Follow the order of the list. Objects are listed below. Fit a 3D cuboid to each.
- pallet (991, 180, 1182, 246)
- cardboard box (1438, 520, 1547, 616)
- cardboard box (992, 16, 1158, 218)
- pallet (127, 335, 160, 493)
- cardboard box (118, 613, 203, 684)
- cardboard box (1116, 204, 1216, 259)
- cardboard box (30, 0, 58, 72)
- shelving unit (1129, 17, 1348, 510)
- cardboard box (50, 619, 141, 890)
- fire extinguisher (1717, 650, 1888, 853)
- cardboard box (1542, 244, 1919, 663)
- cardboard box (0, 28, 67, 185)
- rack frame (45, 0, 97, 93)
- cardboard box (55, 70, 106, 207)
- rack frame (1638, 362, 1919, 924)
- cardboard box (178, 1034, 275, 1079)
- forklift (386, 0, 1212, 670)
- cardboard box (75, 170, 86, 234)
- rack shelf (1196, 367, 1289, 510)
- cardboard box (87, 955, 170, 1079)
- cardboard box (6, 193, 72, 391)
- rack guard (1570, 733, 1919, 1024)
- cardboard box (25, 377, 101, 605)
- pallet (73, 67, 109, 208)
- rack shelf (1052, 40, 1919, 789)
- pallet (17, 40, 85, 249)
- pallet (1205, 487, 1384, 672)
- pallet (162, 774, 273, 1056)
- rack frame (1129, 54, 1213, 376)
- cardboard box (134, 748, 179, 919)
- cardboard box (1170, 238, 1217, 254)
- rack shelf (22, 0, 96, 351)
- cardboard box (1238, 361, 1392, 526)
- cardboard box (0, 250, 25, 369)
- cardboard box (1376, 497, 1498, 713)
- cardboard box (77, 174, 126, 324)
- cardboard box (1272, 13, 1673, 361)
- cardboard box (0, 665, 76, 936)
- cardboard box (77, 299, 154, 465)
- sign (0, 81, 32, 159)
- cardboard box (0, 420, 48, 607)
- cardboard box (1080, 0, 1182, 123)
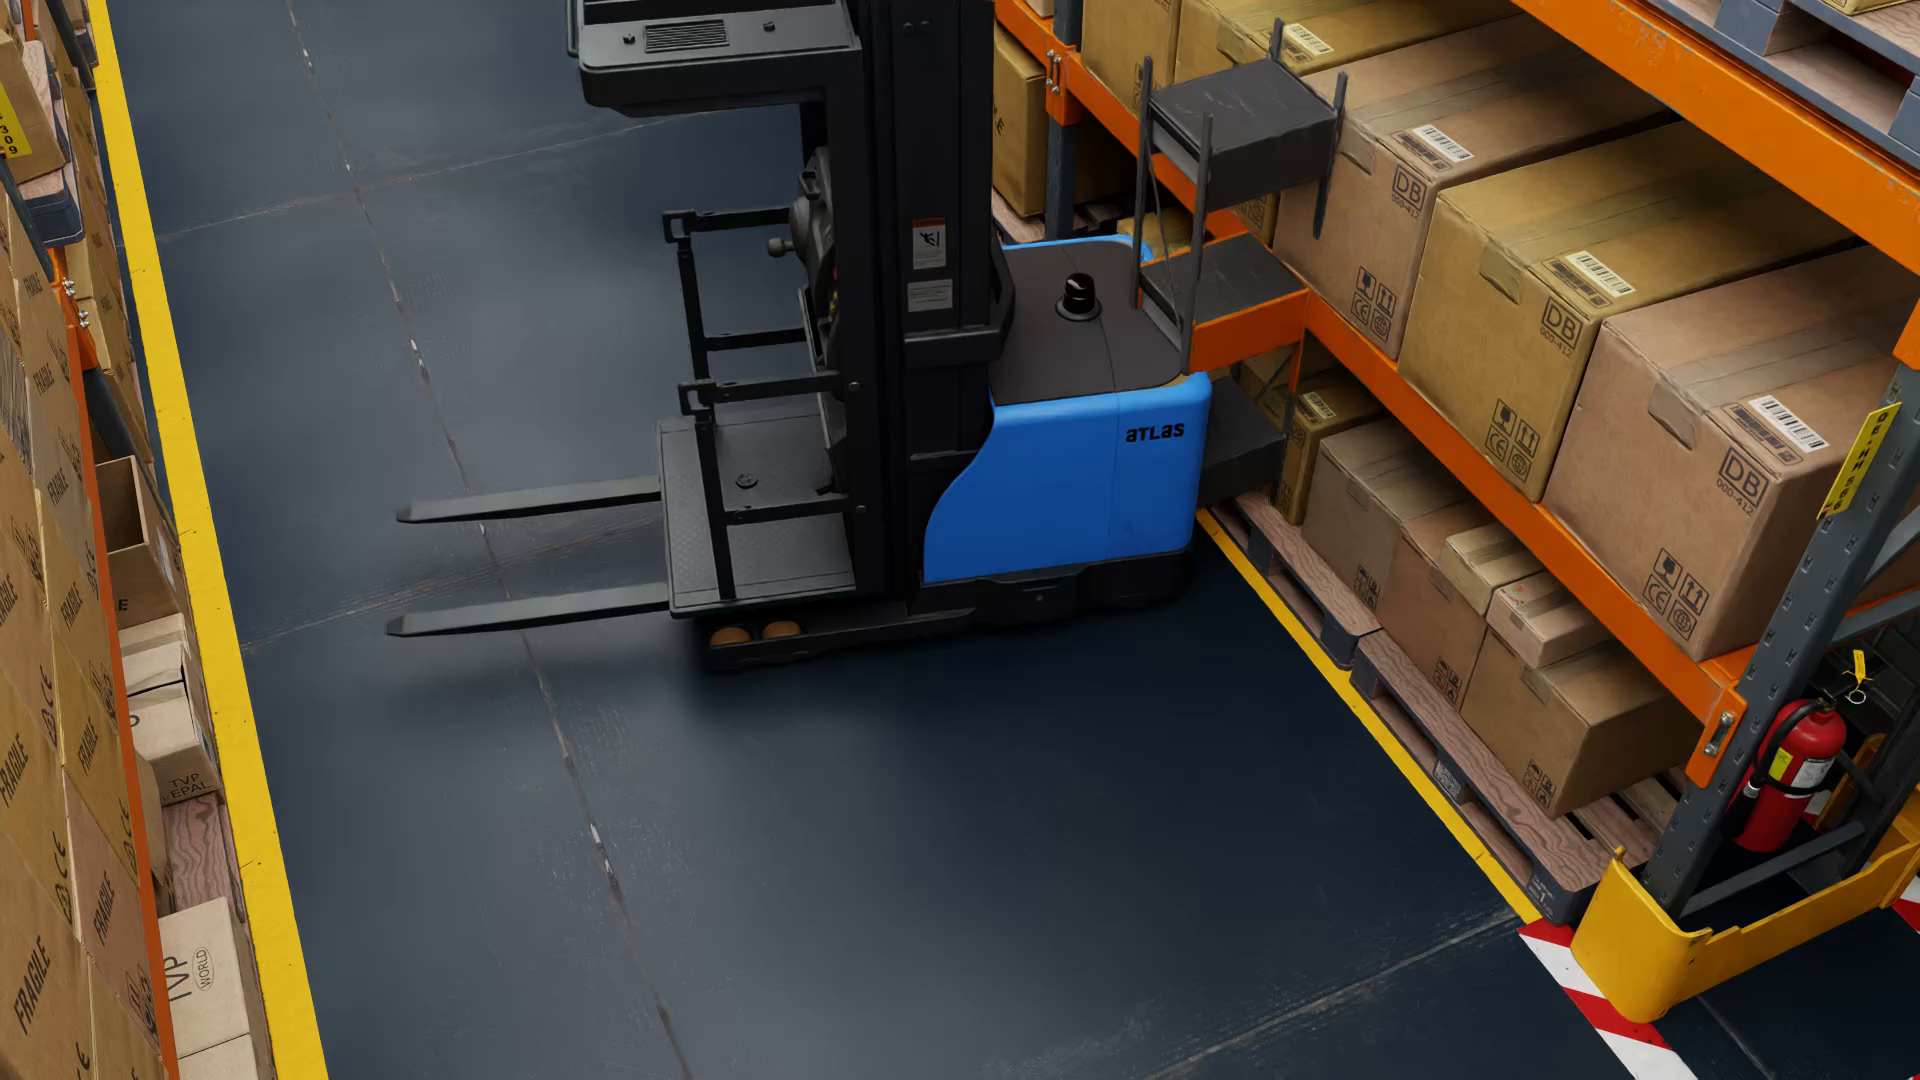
[{"bbox_3d":[0.478,-1.858,8.483,1.003,0.211,1.213,-18,47,-17],"label":"pallet"},{"bbox_3d":[1.840,0.070,5.563,0.380,0.149,0.250,-17,47,-16],"label":"cardboard box"},{"bbox_3d":[0.480,-2.142,8.016,0.750,0.750,0.750,-18,47,-17],"label":"cardboard box"},{"bbox_3d":[-3.998,-0.431,7.036,1.003,0.211,1.213,-18,47,-17],"label":"pallet"},{"bbox_3d":[-2.913,0.442,5.882,0.380,0.149,0.250,-18,47,-17],"label":"cardboard box"},{"bbox_3d":[1.092,-1.134,7.245,0.700,0.500,0.500,-17,47,-17],"label":"cardboard box"},{"bbox_3d":[-4.670,-2.438,8.017,0.500,0.250,0.500,-16,47,-16],"label":"cardboard box"},{"bbox_3d":[0.928,-0.779,6.009,0.503,2.100,0.431,-20,49,-16],"label":"shelving unit"},{"bbox_3d":[-2.318,0.589,3.947,0.500,0.500,0.500,-18,47,-18],"label":"cardboard box"},{"bbox_3d":[2.198,0.560,4.367,0.296,0.674,0.183,-18,47,-17],"label":"fire extinguisher"},{"bbox_3d":[2.329,-0.261,4.666,0.980,0.700,0.700,-16,47,-16],"label":"cardboard box"},{"bbox_3d":[-3.618,-1.469,5.733,0.700,0.500,0.500,-34,54,-30],"label":"cardboard box"},{"bbox_3d":[-5.304,-3.465,8.126,1.000,3.000,0.127,-18,47,-17],"label":"rack frame"},{"bbox_3d":[-4.480,-1.876,7.982,0.500,0.500,0.500,-20,48,-19],"label":"cardboard box"},{"bbox_3d":[2.553,0.167,4.445,1.000,3.000,0.127,-18,47,-17],"label":"rack frame"},{"bbox_3d":[-2.122,1.706,4.530,0.500,0.250,0.500,-18,47,-17],"label":"cardboard box"},{"bbox_3d":[-0.669,-0.959,5.635,3.031,2.935,1.130,-7,45,-7],"label":"forklift"},{"bbox_3d":[-4.025,-1.468,7.034,0.500,0.250,0.500,-18,47,-17],"label":"cardboard box"},{"bbox_3d":[0.947,-0.292,6.529,0.480,0.518,0.431,-20,49,-16],"label":"rack shelf"},{"bbox_3d":[-1.887,1.237,3.290,0.500,0.500,0.500,-17,47,-17],"label":"cardboard box"},{"bbox_3d":[-3.179,-0.709,5.262,0.500,0.500,0.500,-17,47,-17],"label":"cardboard box"},{"bbox_3d":[2.563,1.073,5.307,1.175,0.500,0.348,-18,47,-17],"label":"rack guard"},{"bbox_3d":[-2.743,-0.054,4.598,0.500,0.500,0.500,-17,47,-17],"label":"cardboard box"},{"bbox_3d":[-5.024,-1.986,8.612,1.003,0.211,1.213,-18,47,-17],"label":"pallet"},{"bbox_3d":[1.712,-0.851,5.989,1.077,0.370,4.000,-18,47,-17],"label":"rack shelf"},{"bbox_3d":[-3.859,-1.389,6.159,1.003,0.211,1.213,-18,47,-17],"label":"pallet"},{"bbox_3d":[1.637,-0.103,6.704,1.003,0.211,1.213,-18,47,-17],"label":"pallet"},{"bbox_3d":[-2.817,1.293,5.290,1.003,0.211,1.213,-18,47,-17],"label":"pallet"},{"bbox_3d":[0.707,-0.699,5.942,0.015,2.100,0.400,-20,49,-16],"label":"rack frame"},{"bbox_3d":[-2.827,1.011,5.053,0.797,0.503,0.637,-18,47,-17],"label":"cardboard box"},{"bbox_3d":[1.071,-1.093,6.741,0.380,0.149,0.250,-17,47,-16],"label":"cardboard box"},{"bbox_3d":[-4.463,-1.935,7.087,1.077,0.370,4.000,-18,47,-17],"label":"rack shelf"},{"bbox_3d":[1.514,-0.486,6.587,0.700,0.500,0.500,-17,47,-16],"label":"cardboard box"},{"bbox_3d":[-2.957,-0.736,4.577,0.500,0.500,0.500,-19,48,-18],"label":"cardboard box"},{"bbox_3d":[1.957,0.172,5.920,0.700,0.500,0.500,-18,47,-18],"label":"cardboard box"},{"bbox_3d":[-4.042,-1.221,7.318,0.500,0.500,0.500,-17,47,-17],"label":"cardboard box"},{"bbox_3d":[1.701,-1.210,5.627,0.980,0.700,0.700,-20,48,-19],"label":"cardboard box"},{"bbox_3d":[-2.114,0.550,3.274,0.500,0.500,0.500,-18,47,-17],"label":"cardboard box"},{"bbox_3d":[-3.604,-0.563,6.652,0.500,0.500,0.500,-20,48,-19],"label":"cardboard box"},{"bbox_3d":[-3.133,-1.390,5.406,0.100,0.325,0.005,-18,47,-17],"label":"sign"},{"bbox_3d":[-2.534,-0.094,3.927,0.500,0.500,0.500,-18,48,-18],"label":"cardboard box"},{"bbox_3d":[1.084,-2.138,6.567,0.980,0.700,0.700,-17,47,-17],"label":"cardboard box"}]
